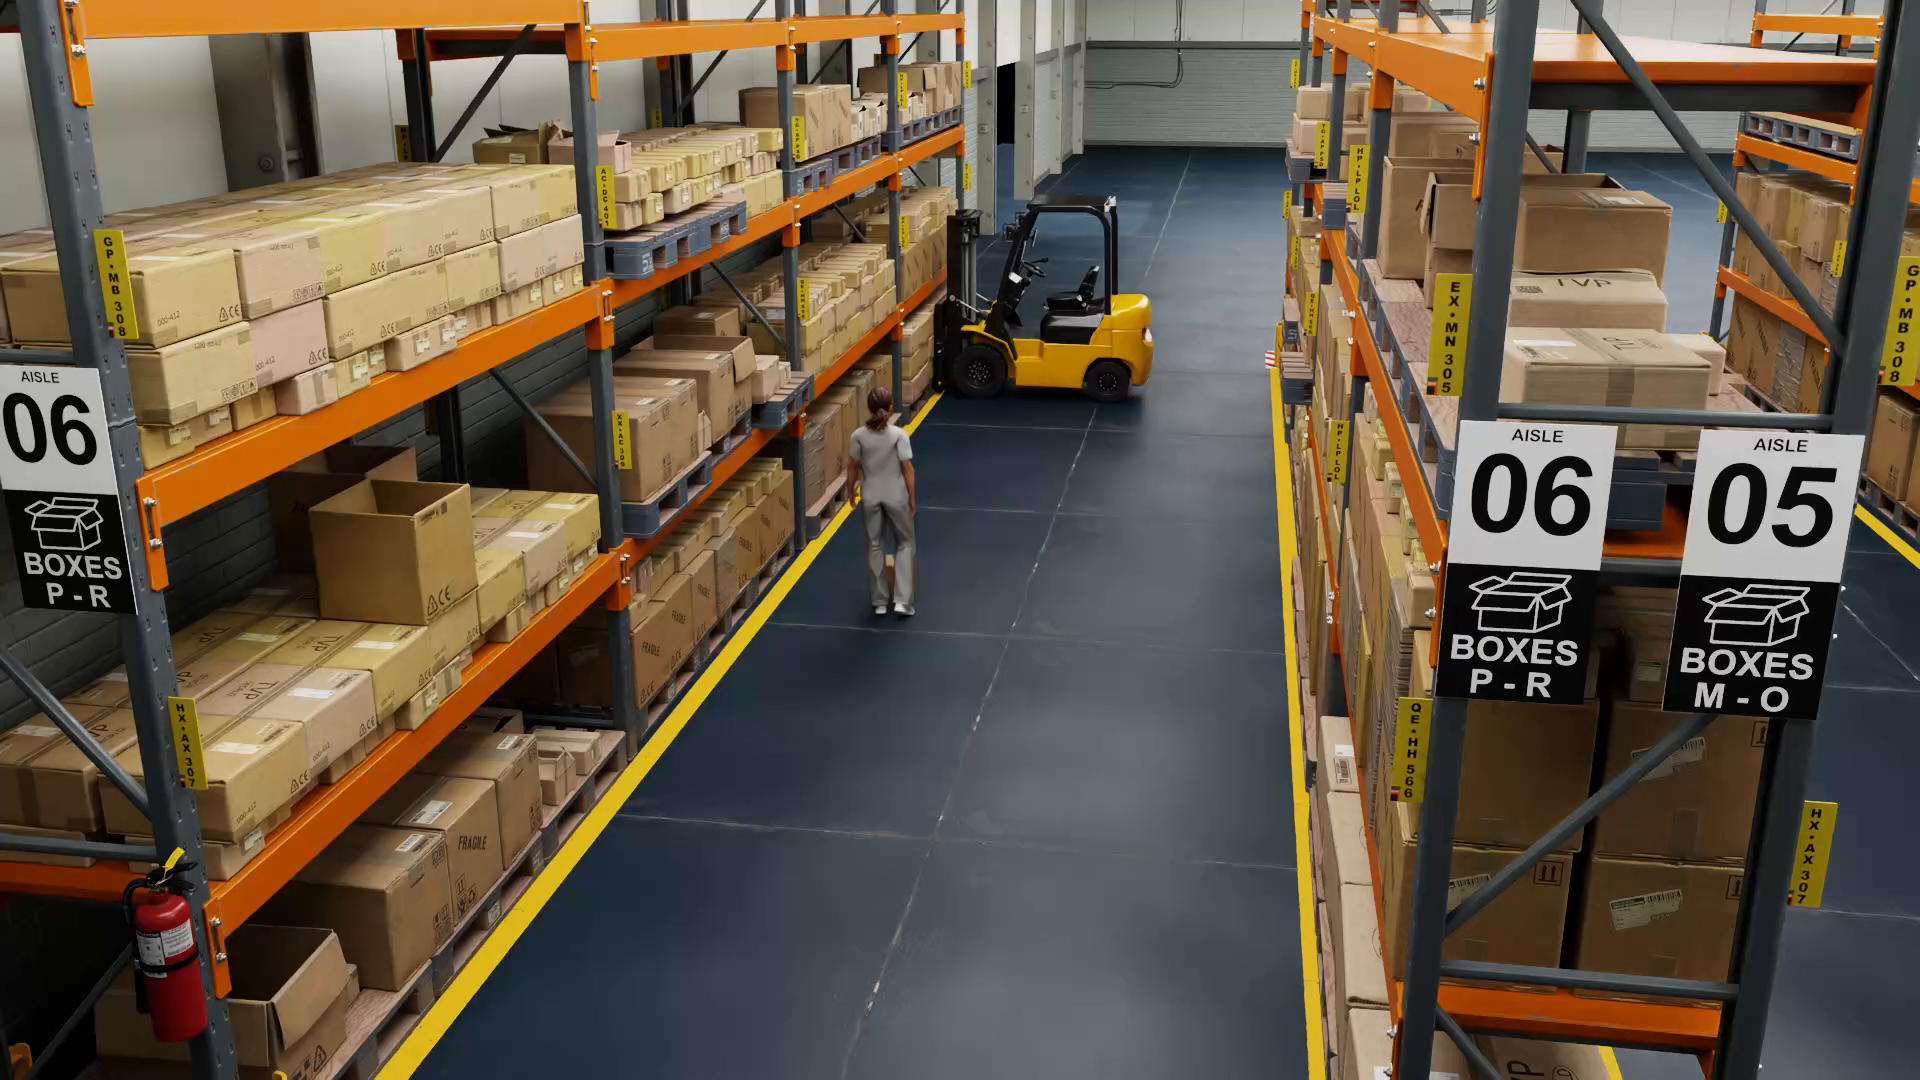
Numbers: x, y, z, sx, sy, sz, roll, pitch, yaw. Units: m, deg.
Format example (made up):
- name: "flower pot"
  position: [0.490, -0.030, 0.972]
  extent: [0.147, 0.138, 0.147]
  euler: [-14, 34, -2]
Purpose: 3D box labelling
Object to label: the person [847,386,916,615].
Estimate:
- name: "person"
  position: [-0.561, -0.262, 11.885]
  extent: [0.509, 1.717, 0.423]
  euler: [3, 18, 10]
